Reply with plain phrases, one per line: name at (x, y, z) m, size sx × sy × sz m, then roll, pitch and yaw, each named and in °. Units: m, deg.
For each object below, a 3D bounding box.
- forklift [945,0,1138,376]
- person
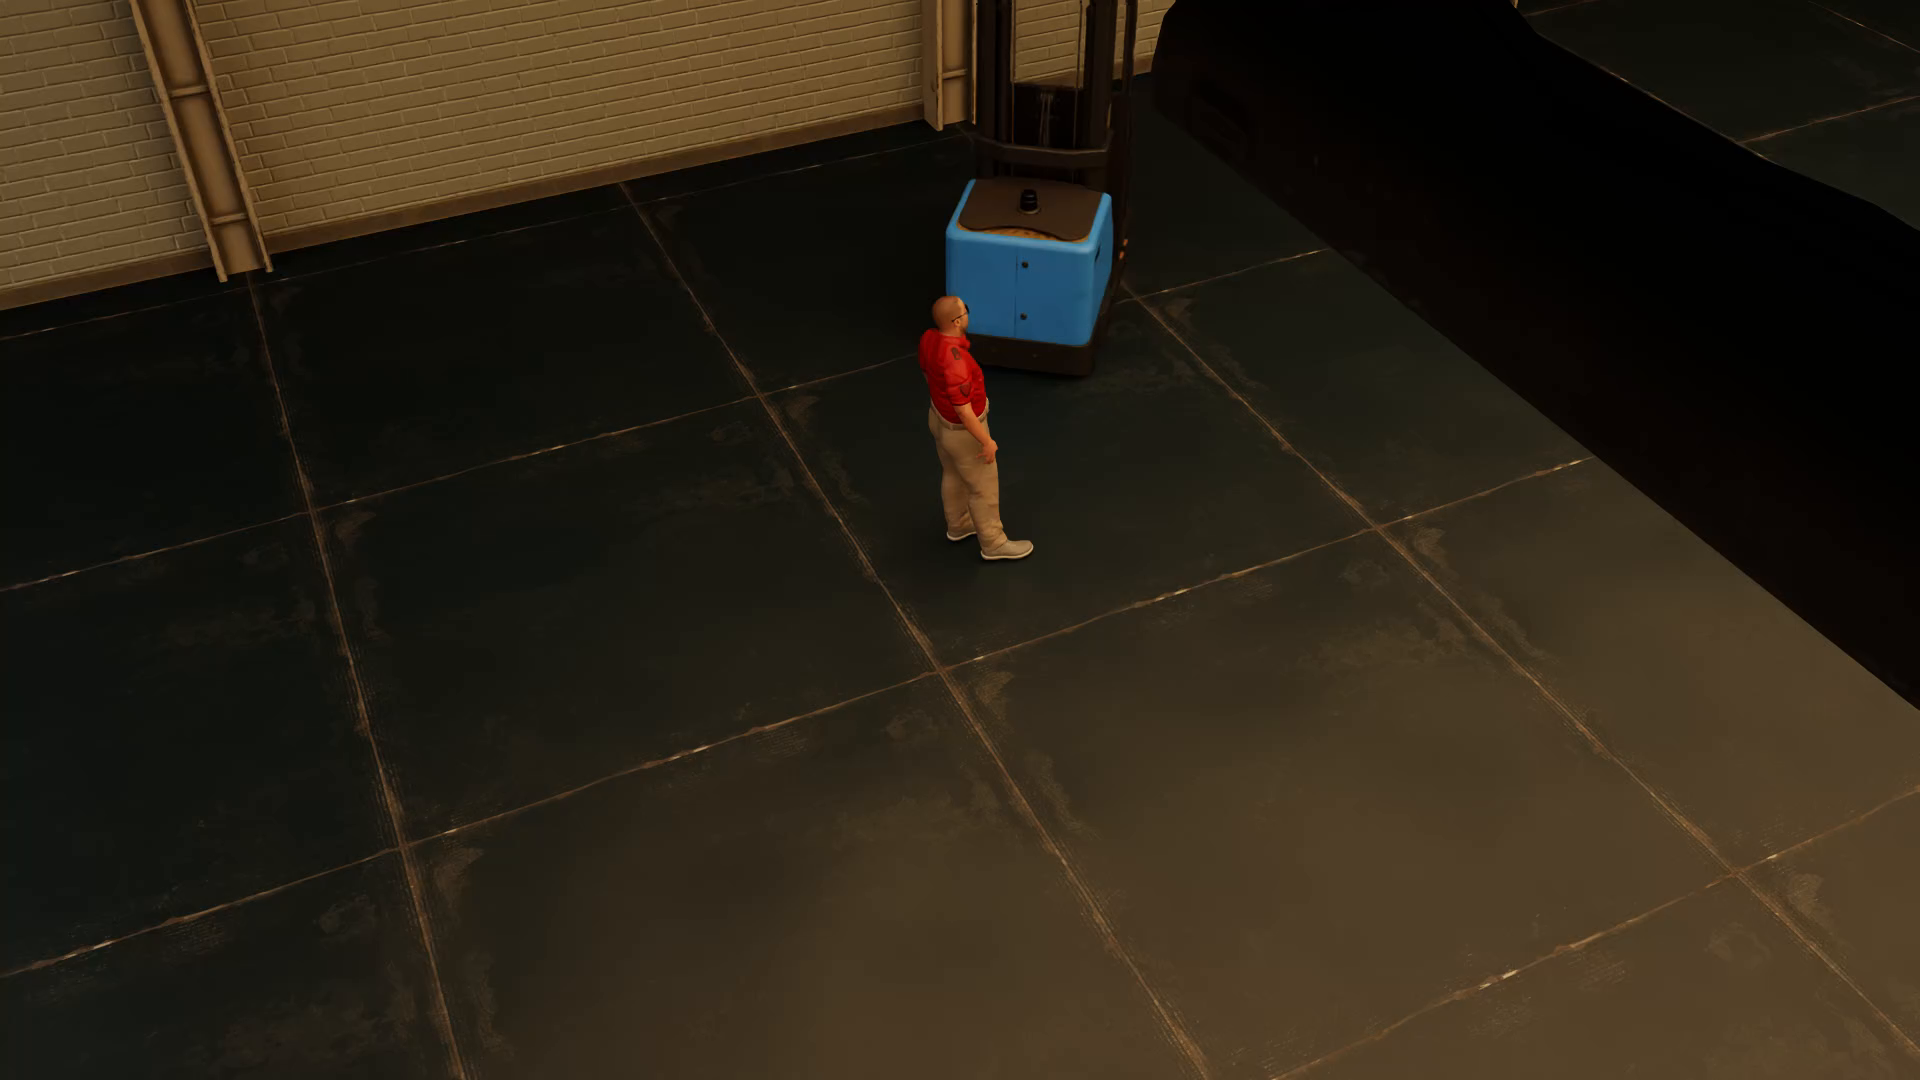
forklift at (0.709, -3.217, 11.871) m, size 1.130 × 2.935 × 3.031 m, roll 8°, pitch 41°, yaw 10°
person at (0.087, -0.686, 9.766) m, size 0.551 × 1.727 × 0.639 m, roll -17°, pitch 43°, yaw -19°
